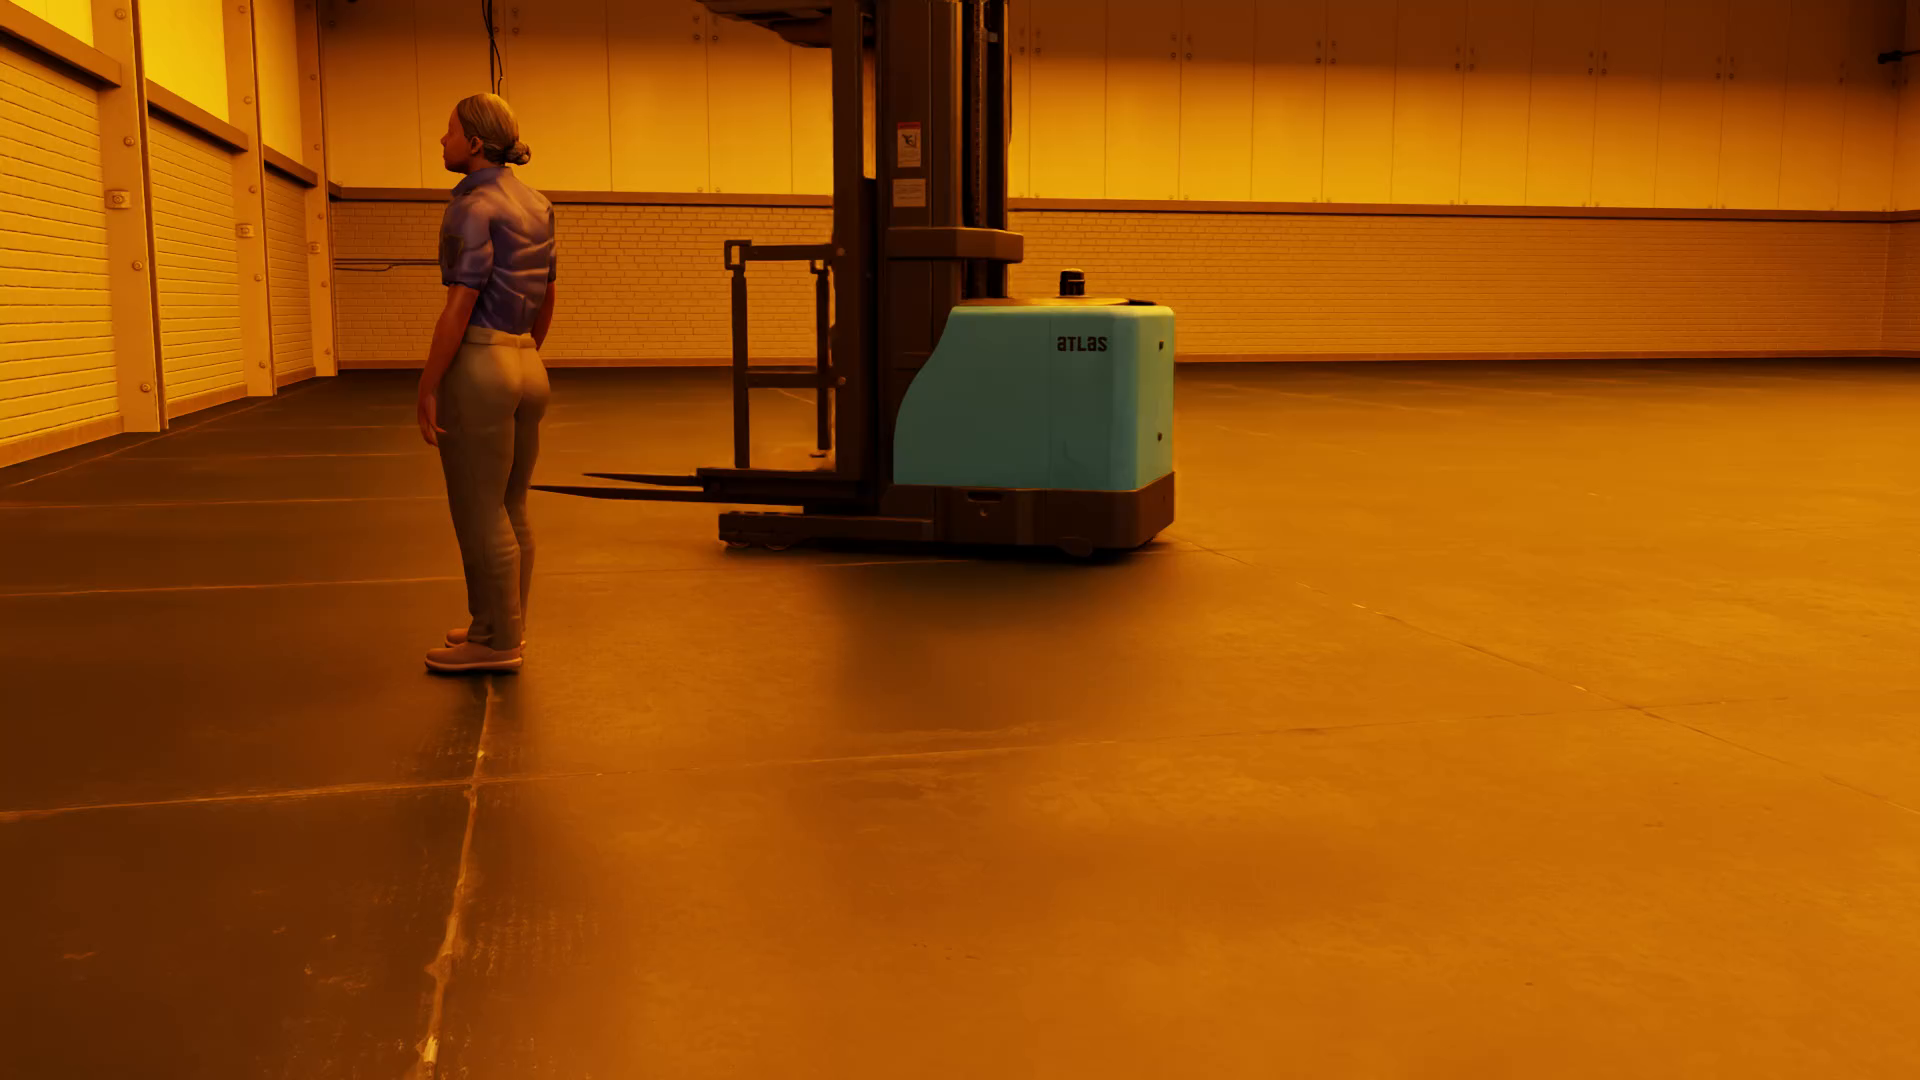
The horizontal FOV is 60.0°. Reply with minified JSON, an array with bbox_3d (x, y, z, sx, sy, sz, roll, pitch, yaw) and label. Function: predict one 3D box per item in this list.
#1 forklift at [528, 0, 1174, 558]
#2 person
[{"bbox_3d":[-0.572,-1.471,7.645,3.031,2.935,1.130,2,8,17],"label":"forklift"},{"bbox_3d":[-1.438,-0.442,4.851,0.505,1.654,0.568,2,8,16],"label":"person"}]
